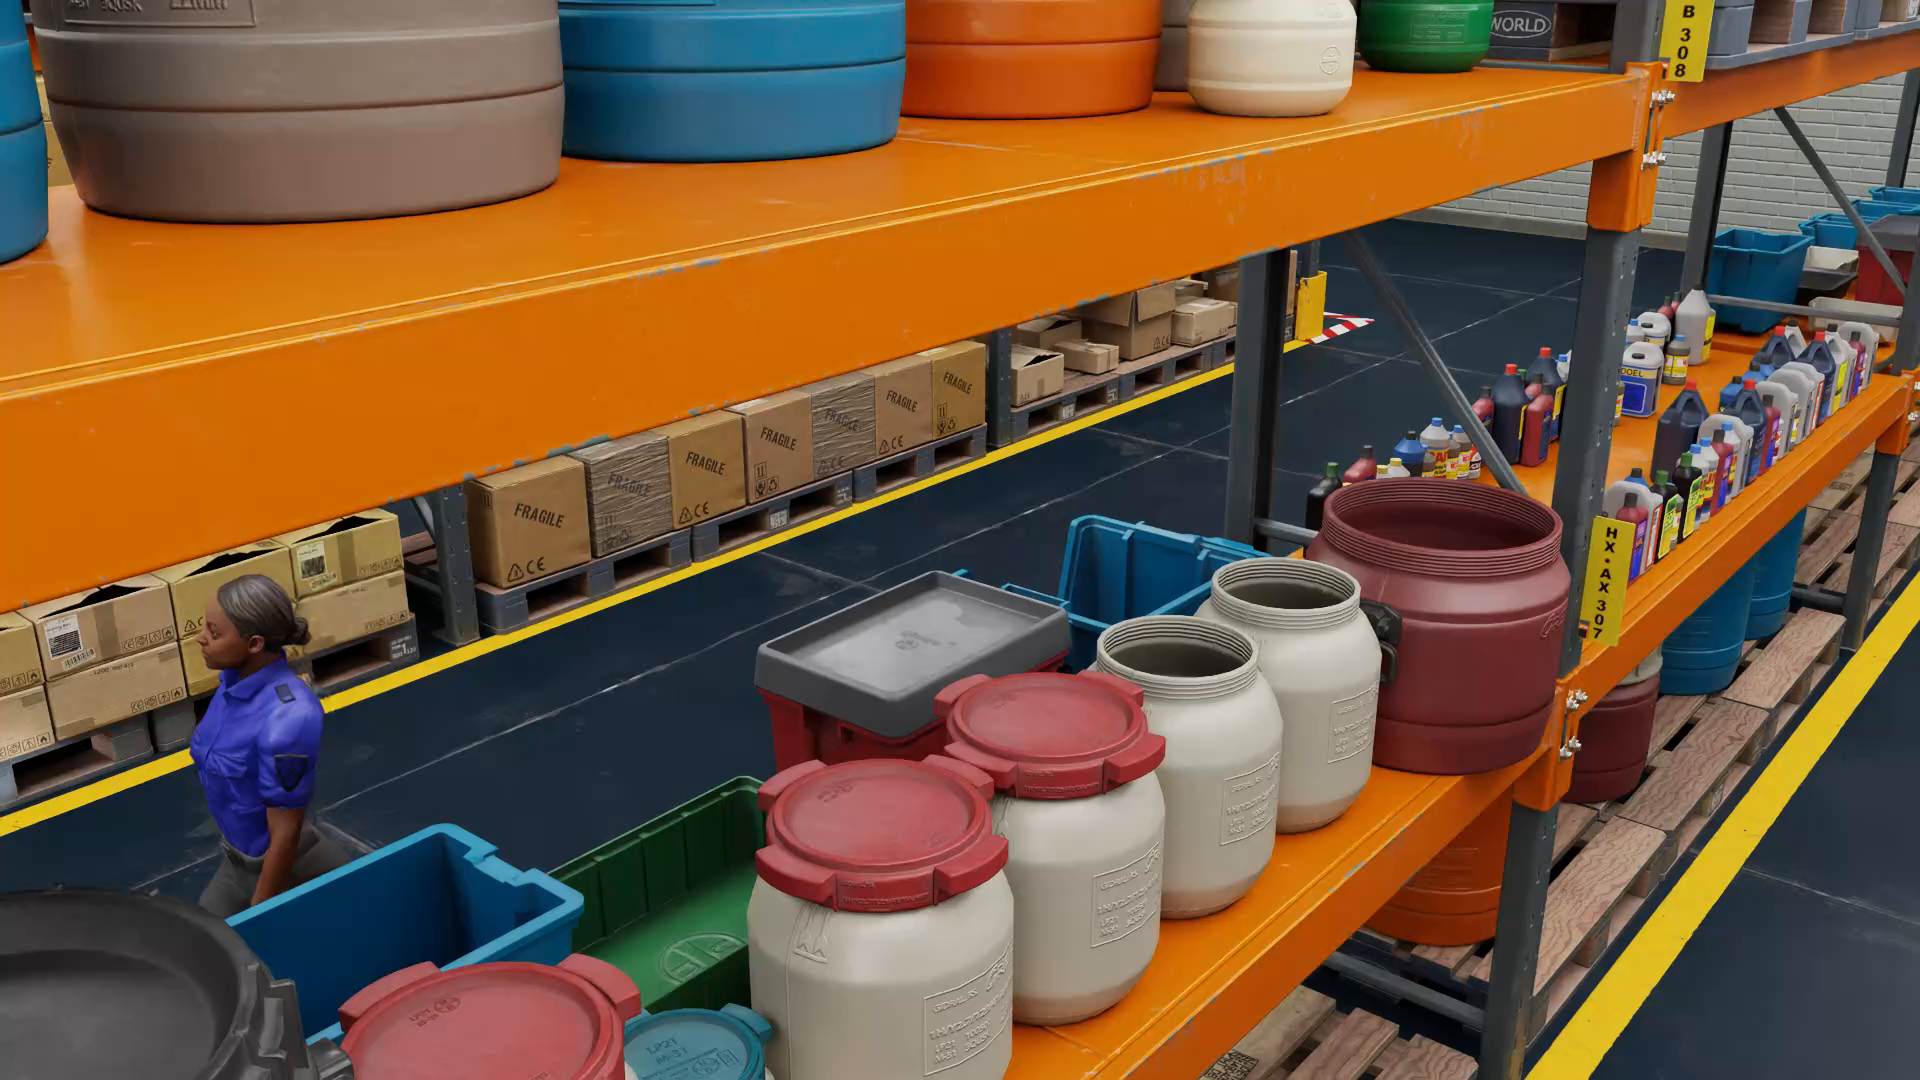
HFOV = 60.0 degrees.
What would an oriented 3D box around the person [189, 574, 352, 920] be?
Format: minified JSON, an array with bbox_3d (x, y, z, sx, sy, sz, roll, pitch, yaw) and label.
[{"bbox_3d":[-1.737,0.907,4.187,0.577,1.717,0.442,-17,27,-39],"label":"person"}]
